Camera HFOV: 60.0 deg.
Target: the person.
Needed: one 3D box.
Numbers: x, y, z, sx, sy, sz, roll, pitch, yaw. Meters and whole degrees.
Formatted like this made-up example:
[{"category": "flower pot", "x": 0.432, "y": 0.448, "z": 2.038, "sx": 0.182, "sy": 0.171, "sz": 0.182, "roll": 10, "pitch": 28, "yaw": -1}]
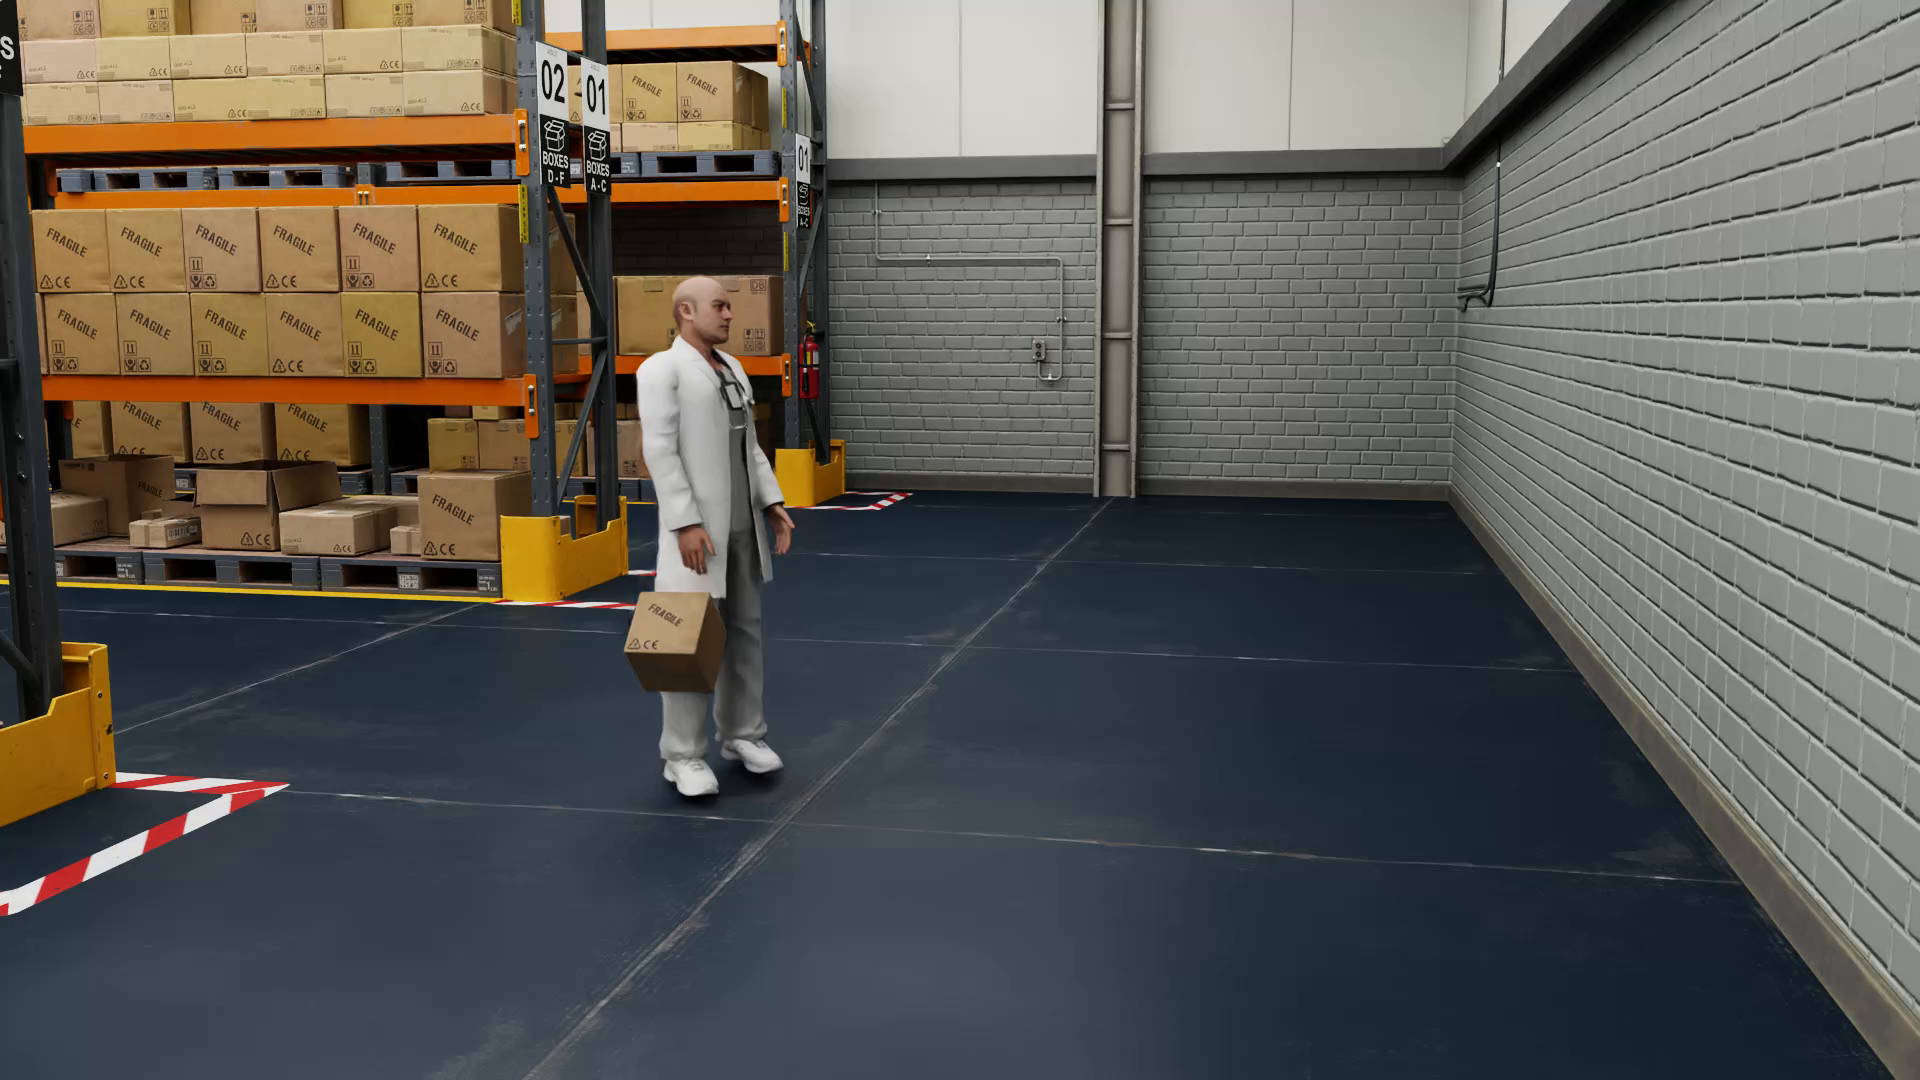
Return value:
[{"category": "person", "x": -0.864, "y": -0.032, "z": 5.921, "sx": 0.439, "sy": 1.794, "sz": 0.604, "roll": 4, "pitch": 9, "yaw": 28}]
